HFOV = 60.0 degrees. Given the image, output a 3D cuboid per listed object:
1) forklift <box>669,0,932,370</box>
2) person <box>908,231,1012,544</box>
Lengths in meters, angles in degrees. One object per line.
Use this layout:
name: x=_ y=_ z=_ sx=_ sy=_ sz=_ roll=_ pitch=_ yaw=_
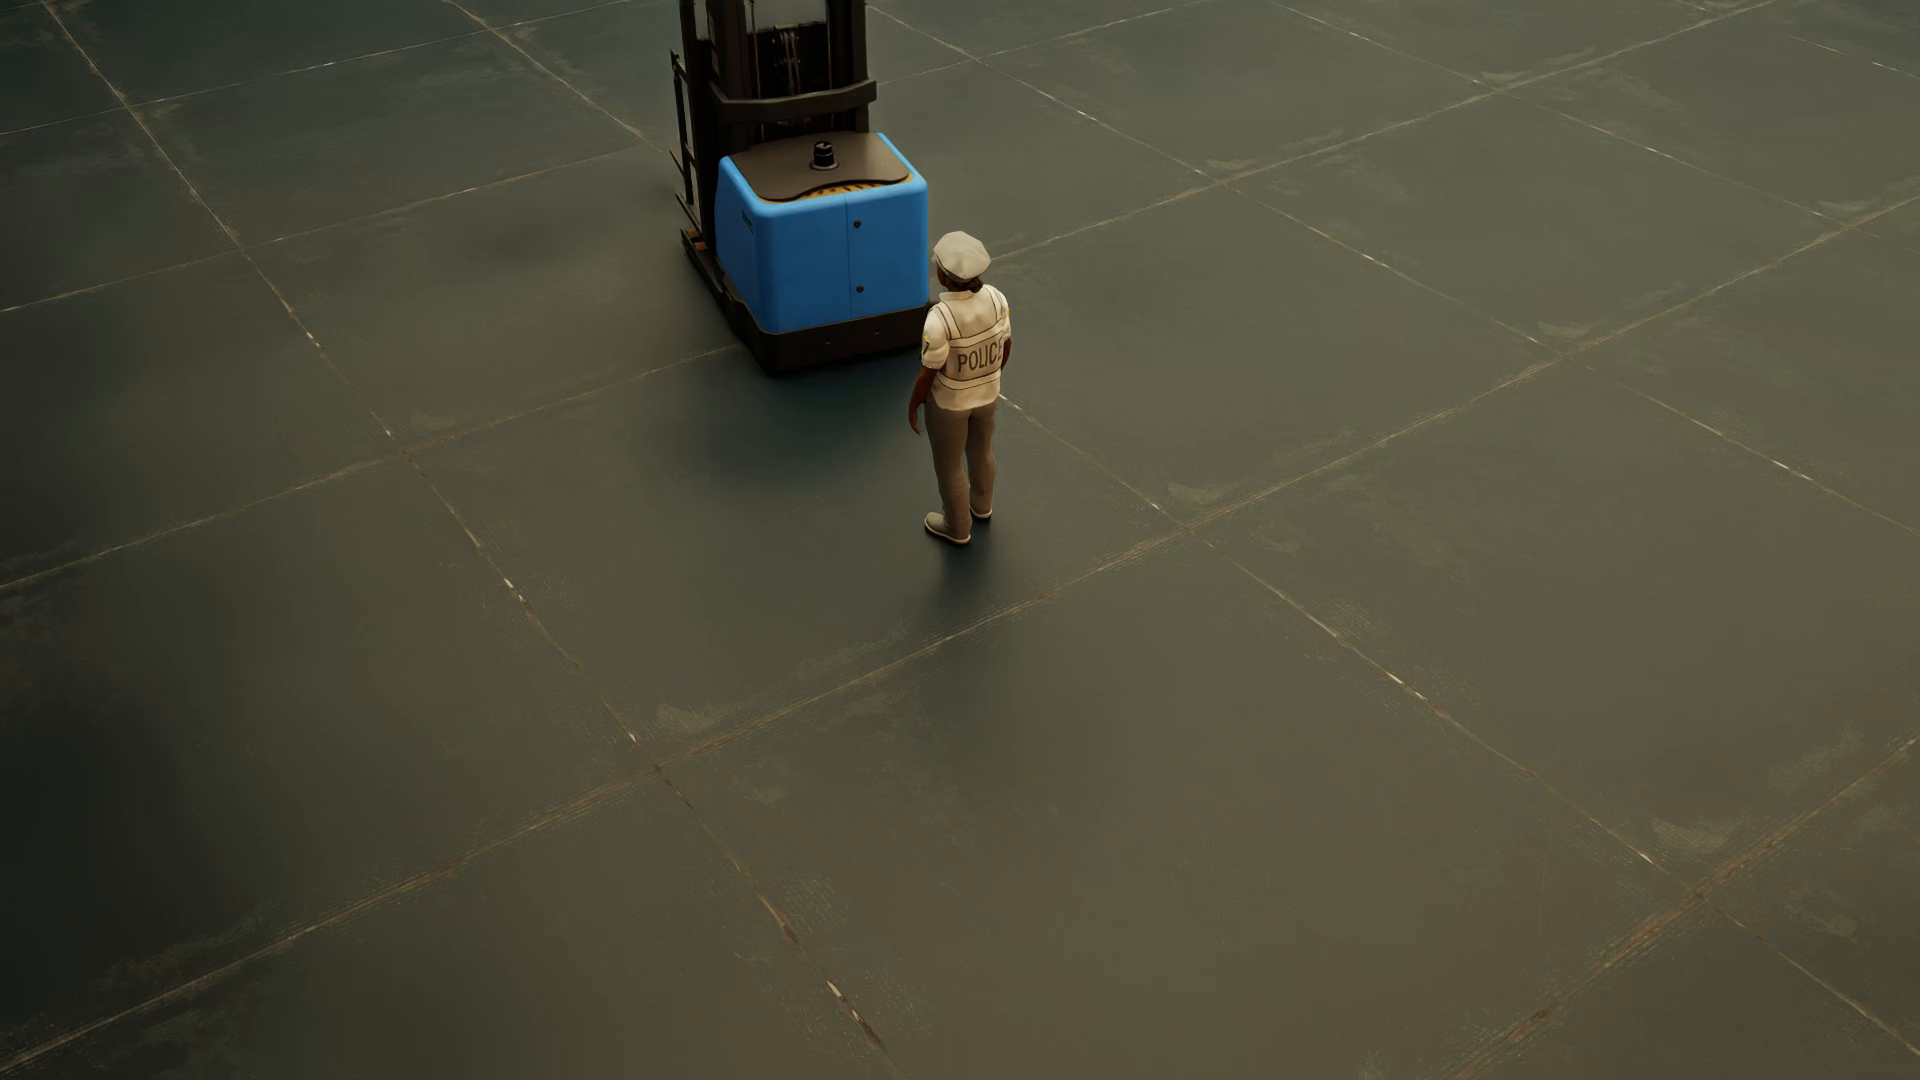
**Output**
forklift: x=-1.186 y=-3.033 z=10.046 sx=1.130 sy=2.935 sz=3.031 roll=-13 pitch=39 yaw=-17
person: x=-0.027 y=-0.730 z=7.960 sx=0.569 sy=1.695 sz=0.530 roll=-23 pitch=42 yaw=-28
